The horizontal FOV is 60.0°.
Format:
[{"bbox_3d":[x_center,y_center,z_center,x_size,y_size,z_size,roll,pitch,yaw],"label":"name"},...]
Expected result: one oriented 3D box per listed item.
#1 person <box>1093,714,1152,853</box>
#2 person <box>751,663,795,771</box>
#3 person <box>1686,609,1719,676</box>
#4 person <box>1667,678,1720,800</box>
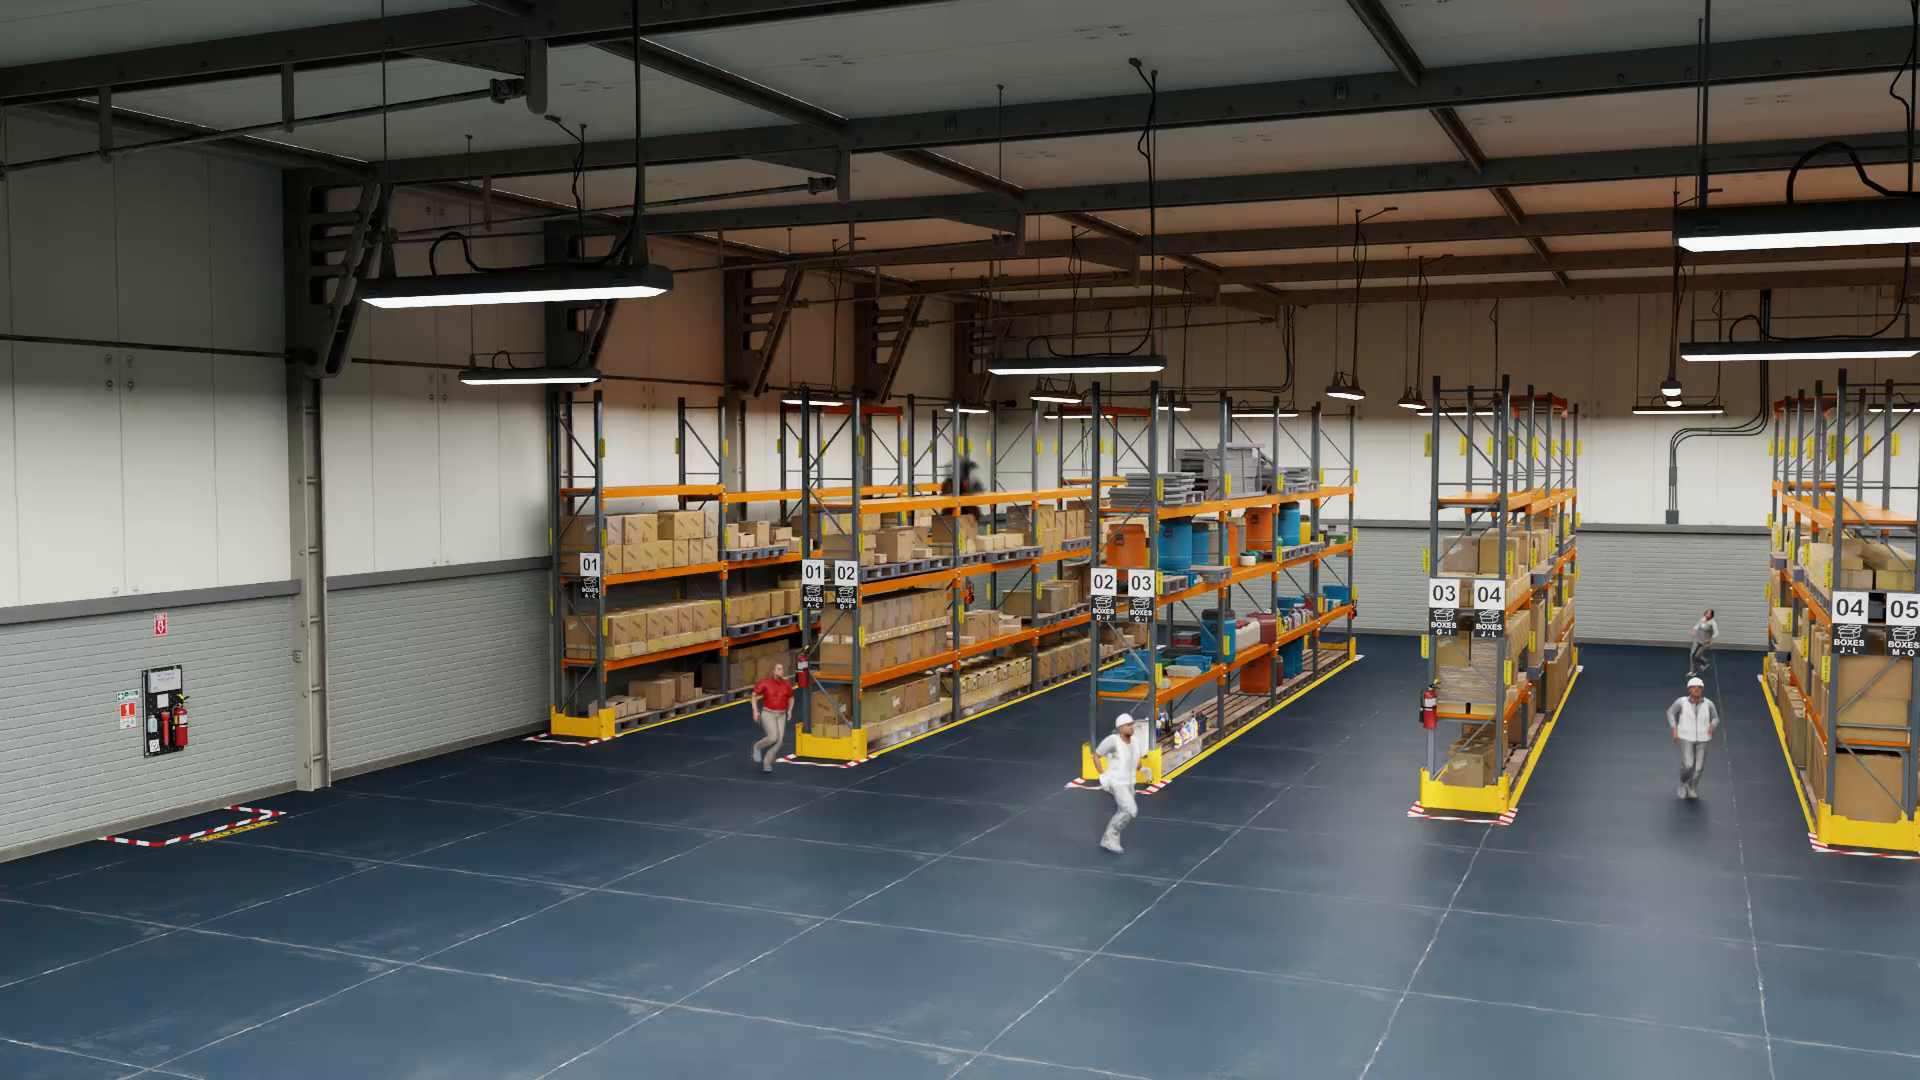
[{"bbox_3d":[2.011,2.994,20.481,0.609,1.722,0.738,-3,4,-45],"label":"person"},{"bbox_3d":[-2.864,2.749,25.873,0.724,1.645,0.548,-2,4,-35],"label":"person"},{"bbox_3d":[16.306,2.255,36.401,0.534,1.527,0.577,-2,4,-29],"label":"person"},{"bbox_3d":[10.408,2.824,23.553,0.661,1.752,0.656,1,3,10],"label":"person"}]
